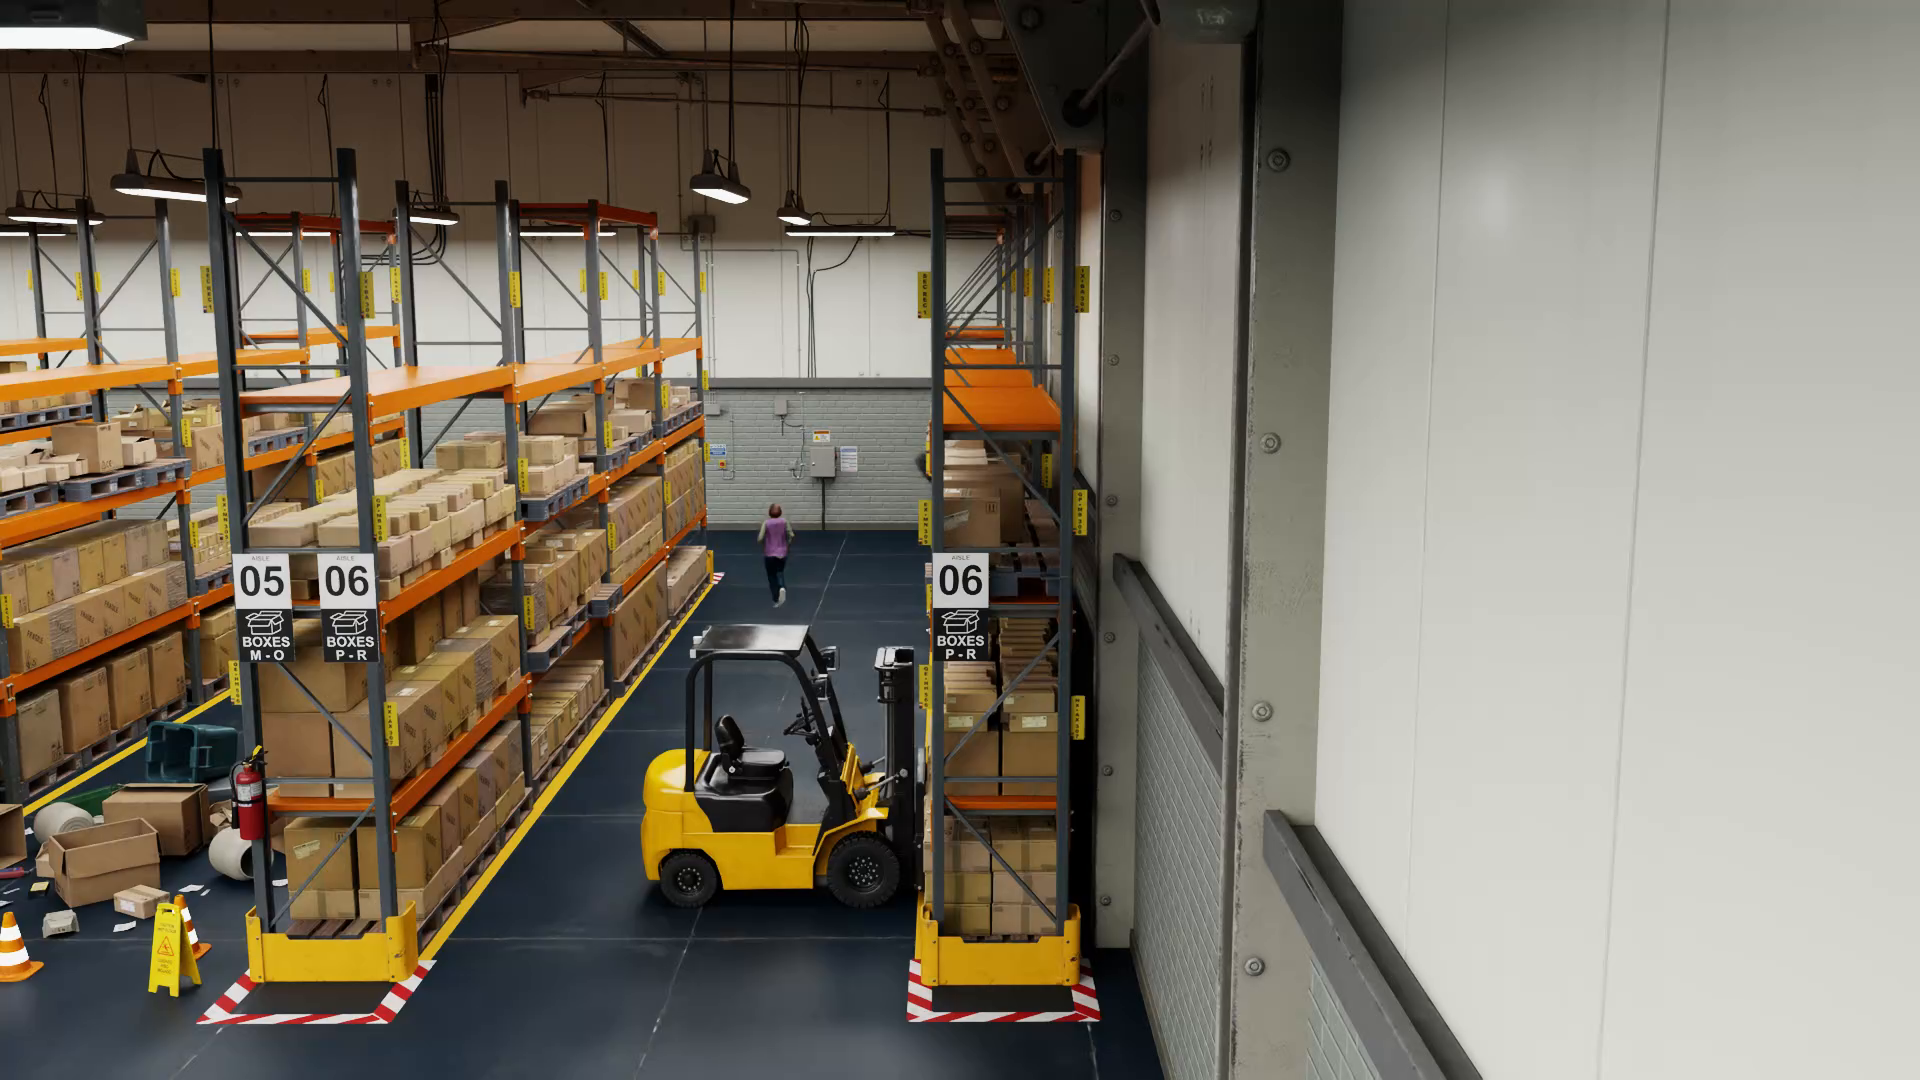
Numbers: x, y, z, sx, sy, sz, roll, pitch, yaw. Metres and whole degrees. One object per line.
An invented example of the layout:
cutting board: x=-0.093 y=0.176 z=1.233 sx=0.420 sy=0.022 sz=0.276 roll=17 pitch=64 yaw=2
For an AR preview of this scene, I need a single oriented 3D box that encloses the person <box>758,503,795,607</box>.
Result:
person: x=-2.697 y=0.227 z=24.370 sx=0.543 sy=1.569 sz=0.487 roll=-2 pitch=9 yaw=-14
